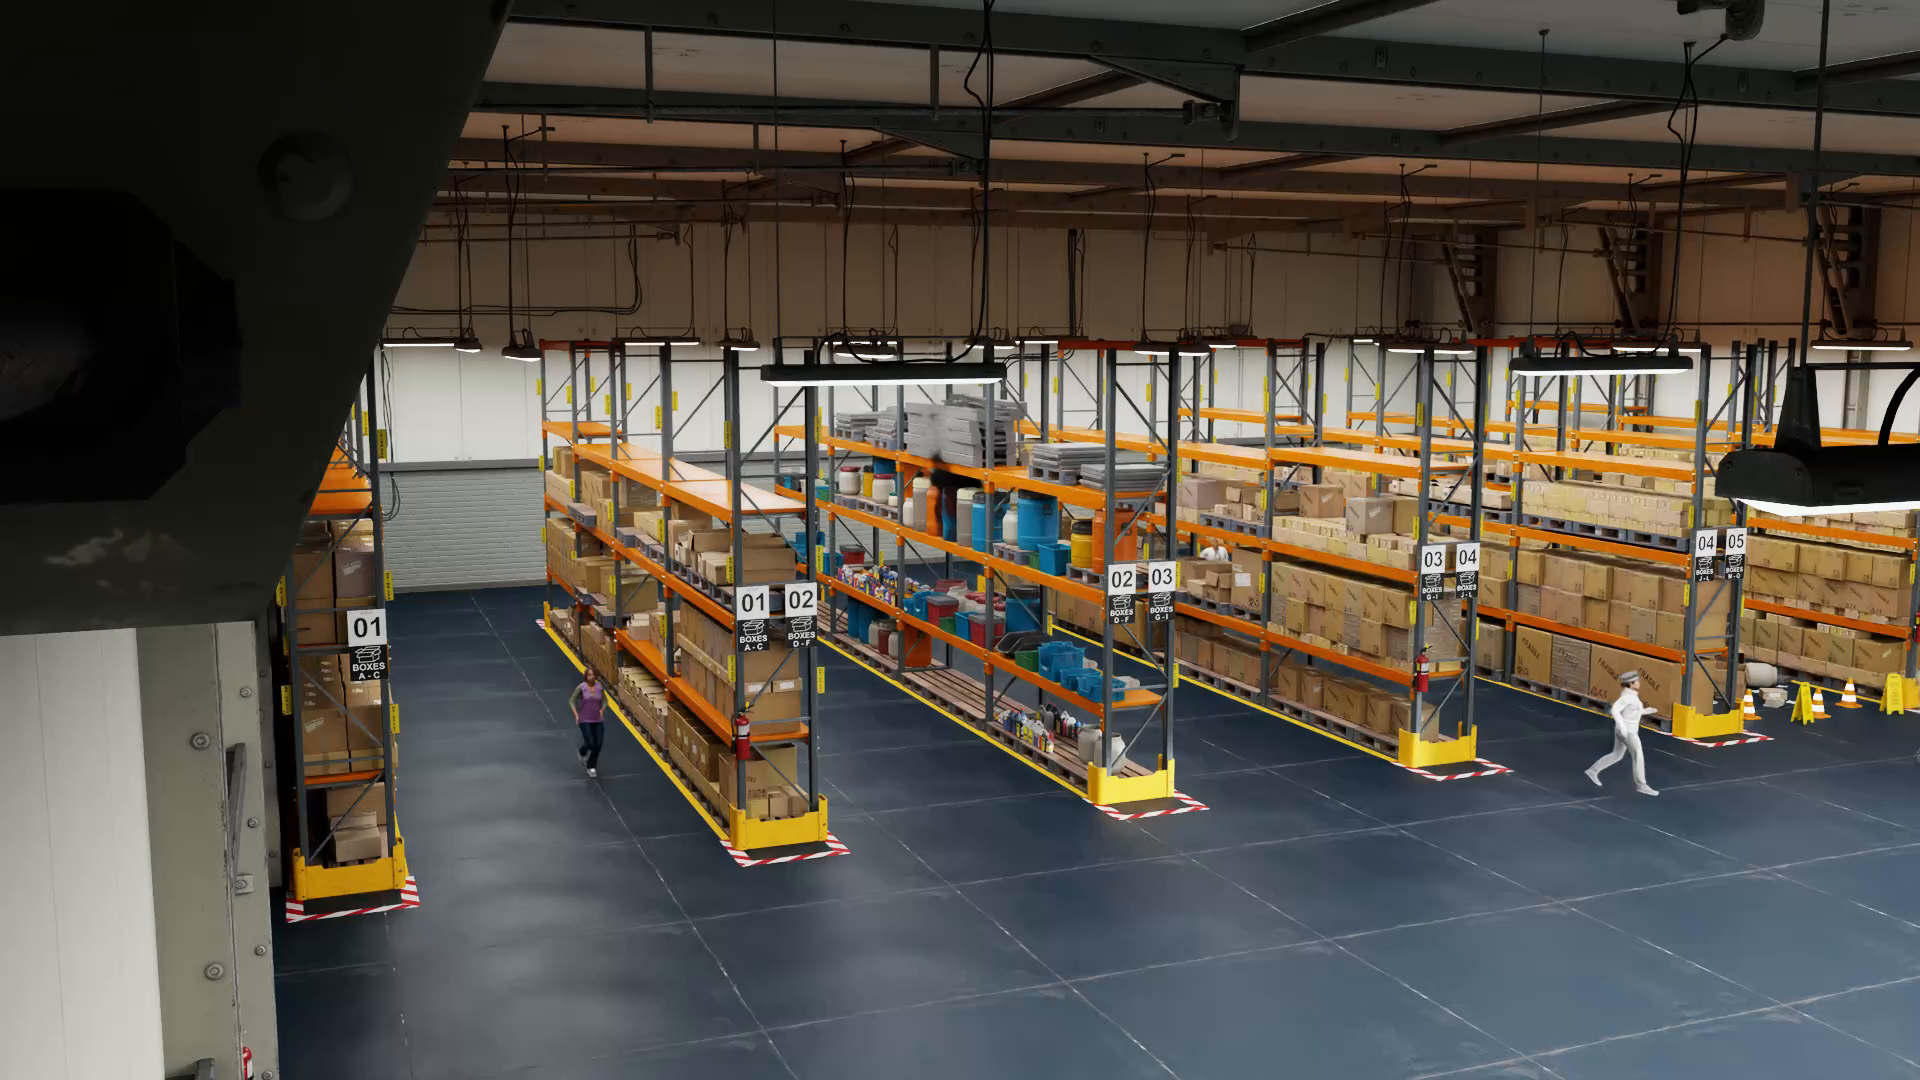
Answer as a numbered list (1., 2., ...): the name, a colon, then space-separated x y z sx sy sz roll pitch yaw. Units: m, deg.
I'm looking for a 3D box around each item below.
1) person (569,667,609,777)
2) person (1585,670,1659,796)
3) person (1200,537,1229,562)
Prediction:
1. person: -5.155 2.548 23.254 0.531 1.557 0.539 -4 9 -29
2. person: 8.923 2.572 22.332 0.942 1.679 0.608 2 8 14
3. person: 5.535 0.774 36.190 0.708 1.751 0.646 -2 8 -15
